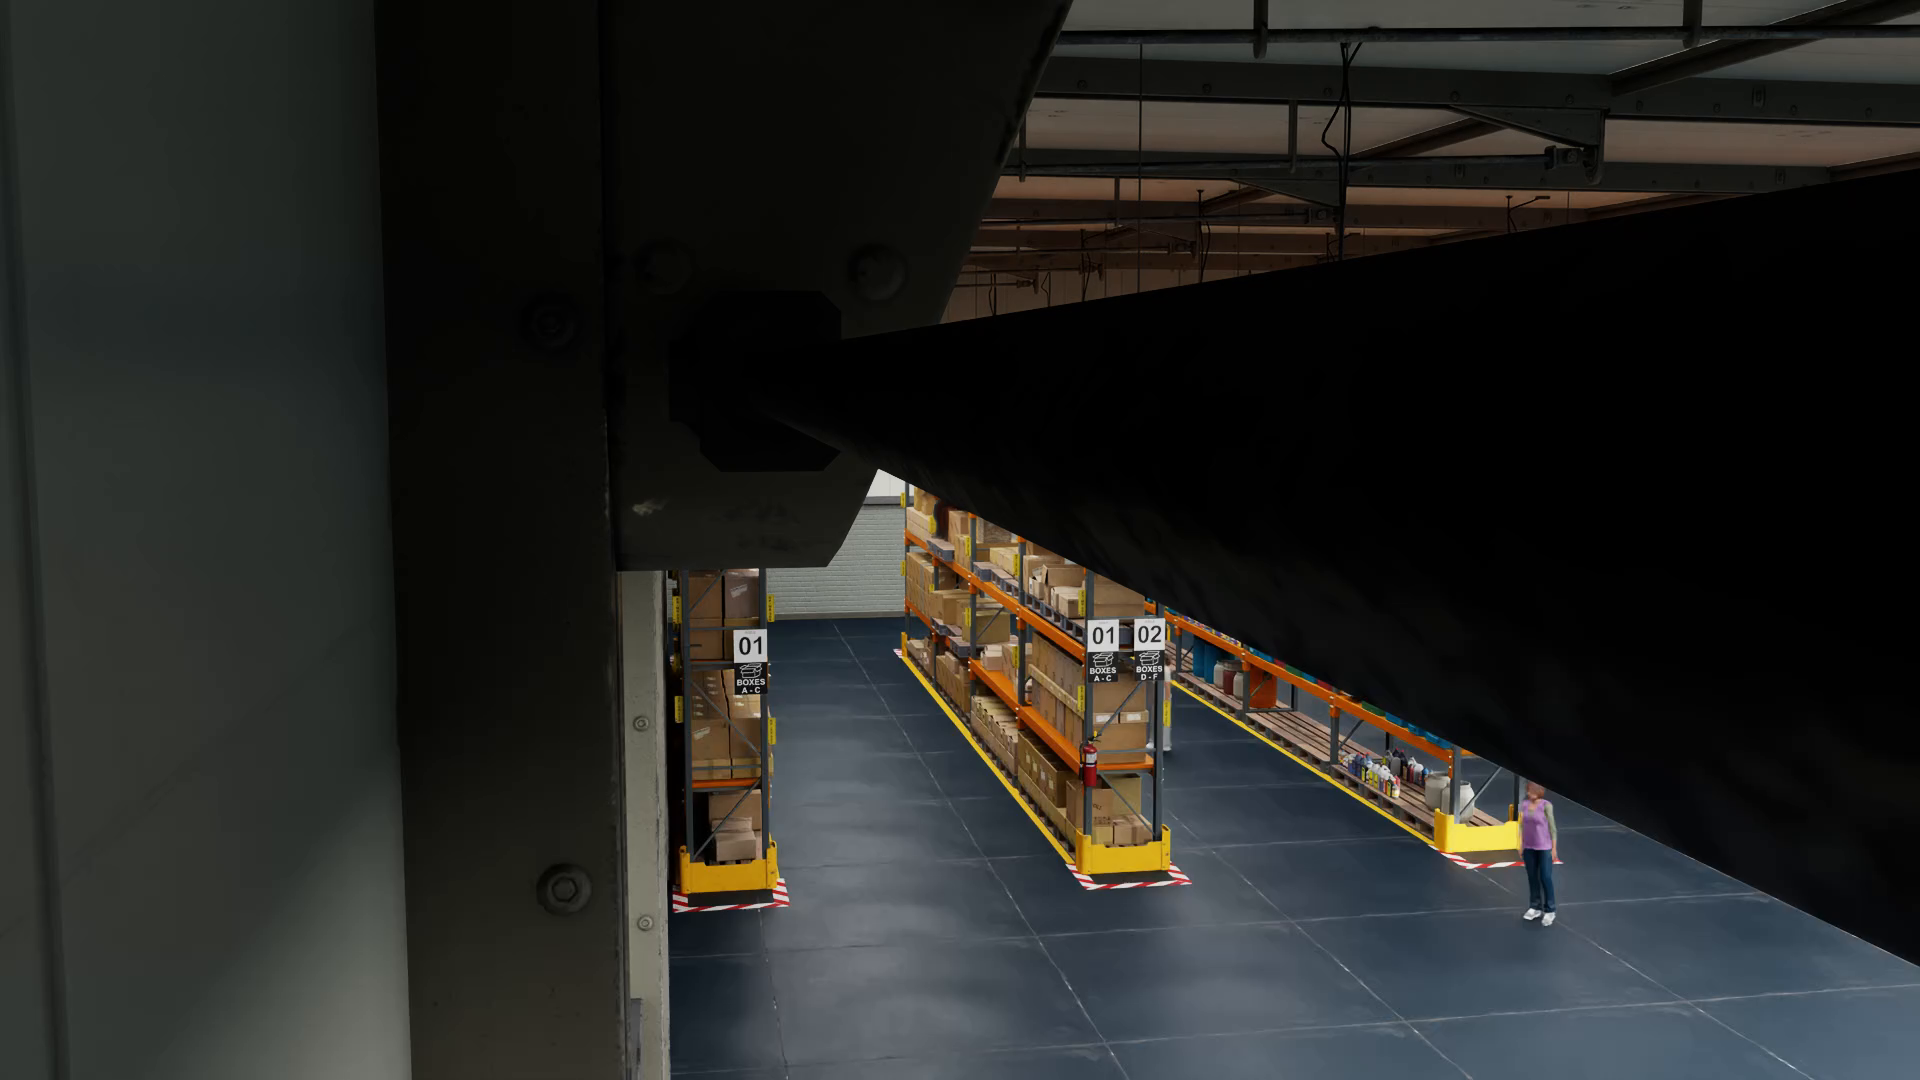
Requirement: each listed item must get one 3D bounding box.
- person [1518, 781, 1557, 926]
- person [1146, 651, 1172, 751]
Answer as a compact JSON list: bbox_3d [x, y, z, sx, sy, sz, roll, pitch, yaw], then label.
[{"bbox_3d":[6.627,3.566,19.097,0.335,1.629,0.480,-5,8,-43],"label":"person"},{"bbox_3d":[3.288,2.639,27.504,0.413,1.677,0.494,-2,6,-20],"label":"person"}]
